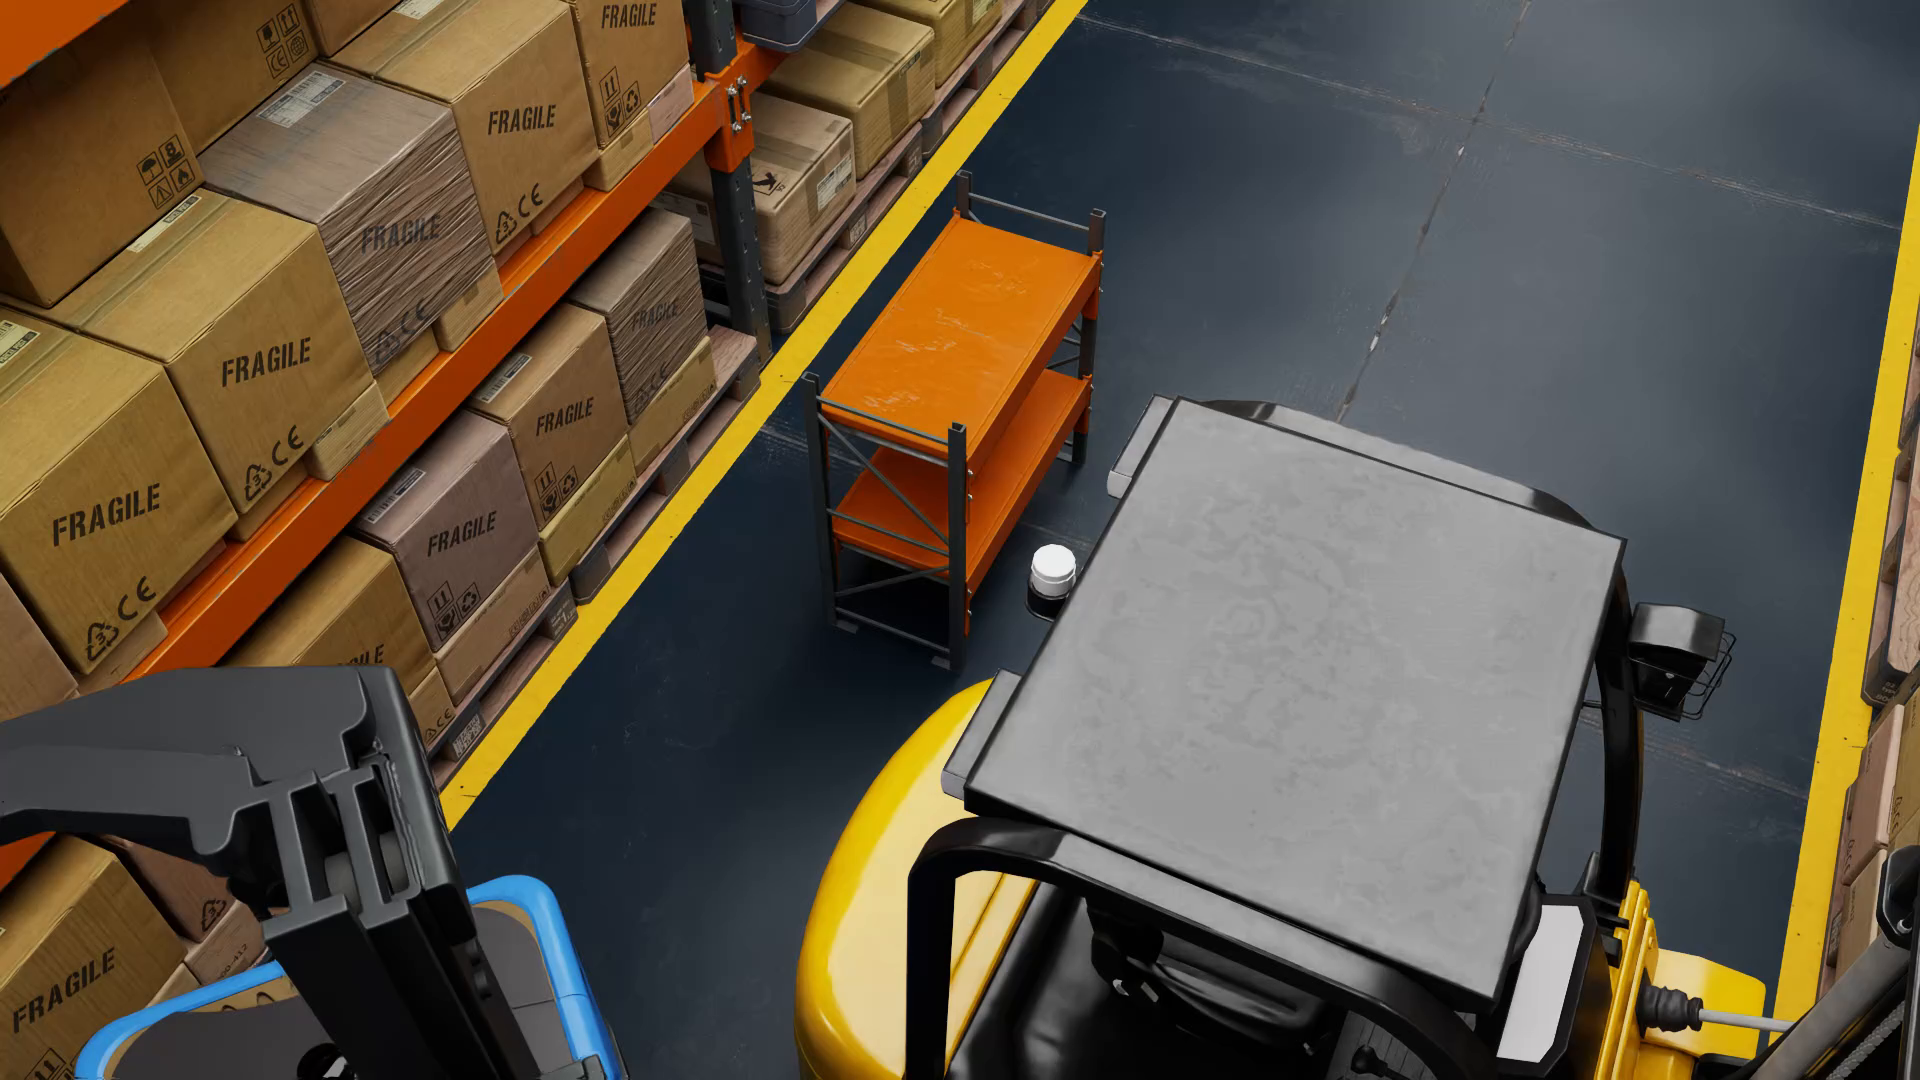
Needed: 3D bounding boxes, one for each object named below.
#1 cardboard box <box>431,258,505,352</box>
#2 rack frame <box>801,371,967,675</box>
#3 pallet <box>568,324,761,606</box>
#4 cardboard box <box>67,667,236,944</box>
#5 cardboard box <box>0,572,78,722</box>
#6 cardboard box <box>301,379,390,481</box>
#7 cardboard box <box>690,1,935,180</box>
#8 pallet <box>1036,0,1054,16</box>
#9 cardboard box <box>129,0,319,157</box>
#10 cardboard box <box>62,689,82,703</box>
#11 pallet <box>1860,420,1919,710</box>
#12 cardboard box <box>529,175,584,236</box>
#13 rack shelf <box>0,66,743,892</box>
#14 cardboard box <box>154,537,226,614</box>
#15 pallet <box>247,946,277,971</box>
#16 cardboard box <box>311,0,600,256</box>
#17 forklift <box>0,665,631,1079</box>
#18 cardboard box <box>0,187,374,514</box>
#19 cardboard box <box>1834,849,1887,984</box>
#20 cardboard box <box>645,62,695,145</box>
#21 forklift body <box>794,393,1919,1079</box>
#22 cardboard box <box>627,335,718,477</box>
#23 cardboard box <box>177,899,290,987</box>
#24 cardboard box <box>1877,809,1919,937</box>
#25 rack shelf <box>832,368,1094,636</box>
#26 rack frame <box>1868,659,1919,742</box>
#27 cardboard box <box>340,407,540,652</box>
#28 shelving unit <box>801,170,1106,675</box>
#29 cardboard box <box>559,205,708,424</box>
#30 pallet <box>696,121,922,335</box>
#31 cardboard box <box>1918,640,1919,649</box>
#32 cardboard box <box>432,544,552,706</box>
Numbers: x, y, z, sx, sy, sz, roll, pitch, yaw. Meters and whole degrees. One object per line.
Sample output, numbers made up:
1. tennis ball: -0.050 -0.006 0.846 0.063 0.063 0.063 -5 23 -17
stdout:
1. cardboard box: -1.482 -0.692 4.534 0.380 0.149 0.250 19 52 16
2. rack frame: -0.214 -0.019 5.028 0.500 1.125 0.032 20 52 16
3. pallet: -1.444 -0.417 5.966 1.003 0.211 1.213 20 52 16
4. cardboard box: -2.075 0.628 4.283 0.500 0.500 0.500 18 52 15
5. cardboard box: -2.227 0.237 3.318 0.500 0.500 0.500 21 53 17
6. cardboard box: -1.696 -0.337 4.232 0.380 0.149 0.250 20 53 16
7. cardboard box: -0.664 -1.937 6.879 0.950 0.372 0.625 23 53 18
8. pallet: 0.184 -3.108 8.256 1.003 0.211 1.213 20 52 16
9. cardboard box: -2.050 -1.333 3.998 0.700 0.500 0.500 19 52 15
10. cardboard box: -2.134 0.380 3.622 0.380 0.149 0.250 21 53 17
11. pallet: 3.580 0.201 5.440 1.003 0.211 1.213 20 52 16
12. cardboard box: -1.333 -1.064 4.851 0.380 0.149 0.250 20 52 16
13. rack shelf: -2.044 -0.184 4.410 1.077 0.370 4.000 20 52 16
14. cardboard box: -1.996 -0.011 3.954 0.380 0.149 0.250 21 53 17
15. pallet: -2.487 1.263 4.537 1.003 0.211 1.213 20 52 16
16. cardboard box: -1.368 -1.180 4.523 0.500 0.500 0.500 21 53 17
17. forklift: -0.795 1.653 2.419 1.130 2.935 3.031 -19 52 -15
18. cardboard box: -1.800 -0.467 3.917 0.500 0.500 0.500 19 52 15
19. cardboard box: 2.591 1.153 4.329 0.500 0.250 0.500 19 52 15
20. cardboard box: -1.051 -1.393 5.130 0.380 0.149 0.250 19 52 16
21. forklift body: 0.752 0.948 3.531 2.313 2.155 1.214 20 52 16
22. cardboard box: -1.199 -0.545 5.774 0.500 0.250 0.500 22 53 18
23. cardboard box: -2.079 0.900 4.544 0.500 0.250 0.500 22 53 17
24. cardboard box: 2.601 0.991 4.139 0.500 0.250 0.500 20 52 16
25. rack shelf: 0.003 -0.211 5.512 0.538 0.278 1.000 20 52 16
26. rack frame: 3.300 -0.182 3.935 1.000 3.000 0.127 20 52 16
27. cardboard box: -1.632 -0.085 4.890 0.500 0.500 0.500 22 53 18
28. shelving unit: 0.003 -0.369 5.326 0.538 1.125 1.048 20 52 16
29. cardboard box: -1.200 -0.788 5.488 0.500 0.500 0.500 19 52 16
30. pallet: -0.858 -1.428 6.826 1.003 0.211 1.213 20 52 16
31. cardboard box: 3.513 0.088 4.989 0.875 0.625 0.625 22 53 18
32. cardboard box: -1.639 0.174 5.162 0.500 0.250 0.500 21 53 17
